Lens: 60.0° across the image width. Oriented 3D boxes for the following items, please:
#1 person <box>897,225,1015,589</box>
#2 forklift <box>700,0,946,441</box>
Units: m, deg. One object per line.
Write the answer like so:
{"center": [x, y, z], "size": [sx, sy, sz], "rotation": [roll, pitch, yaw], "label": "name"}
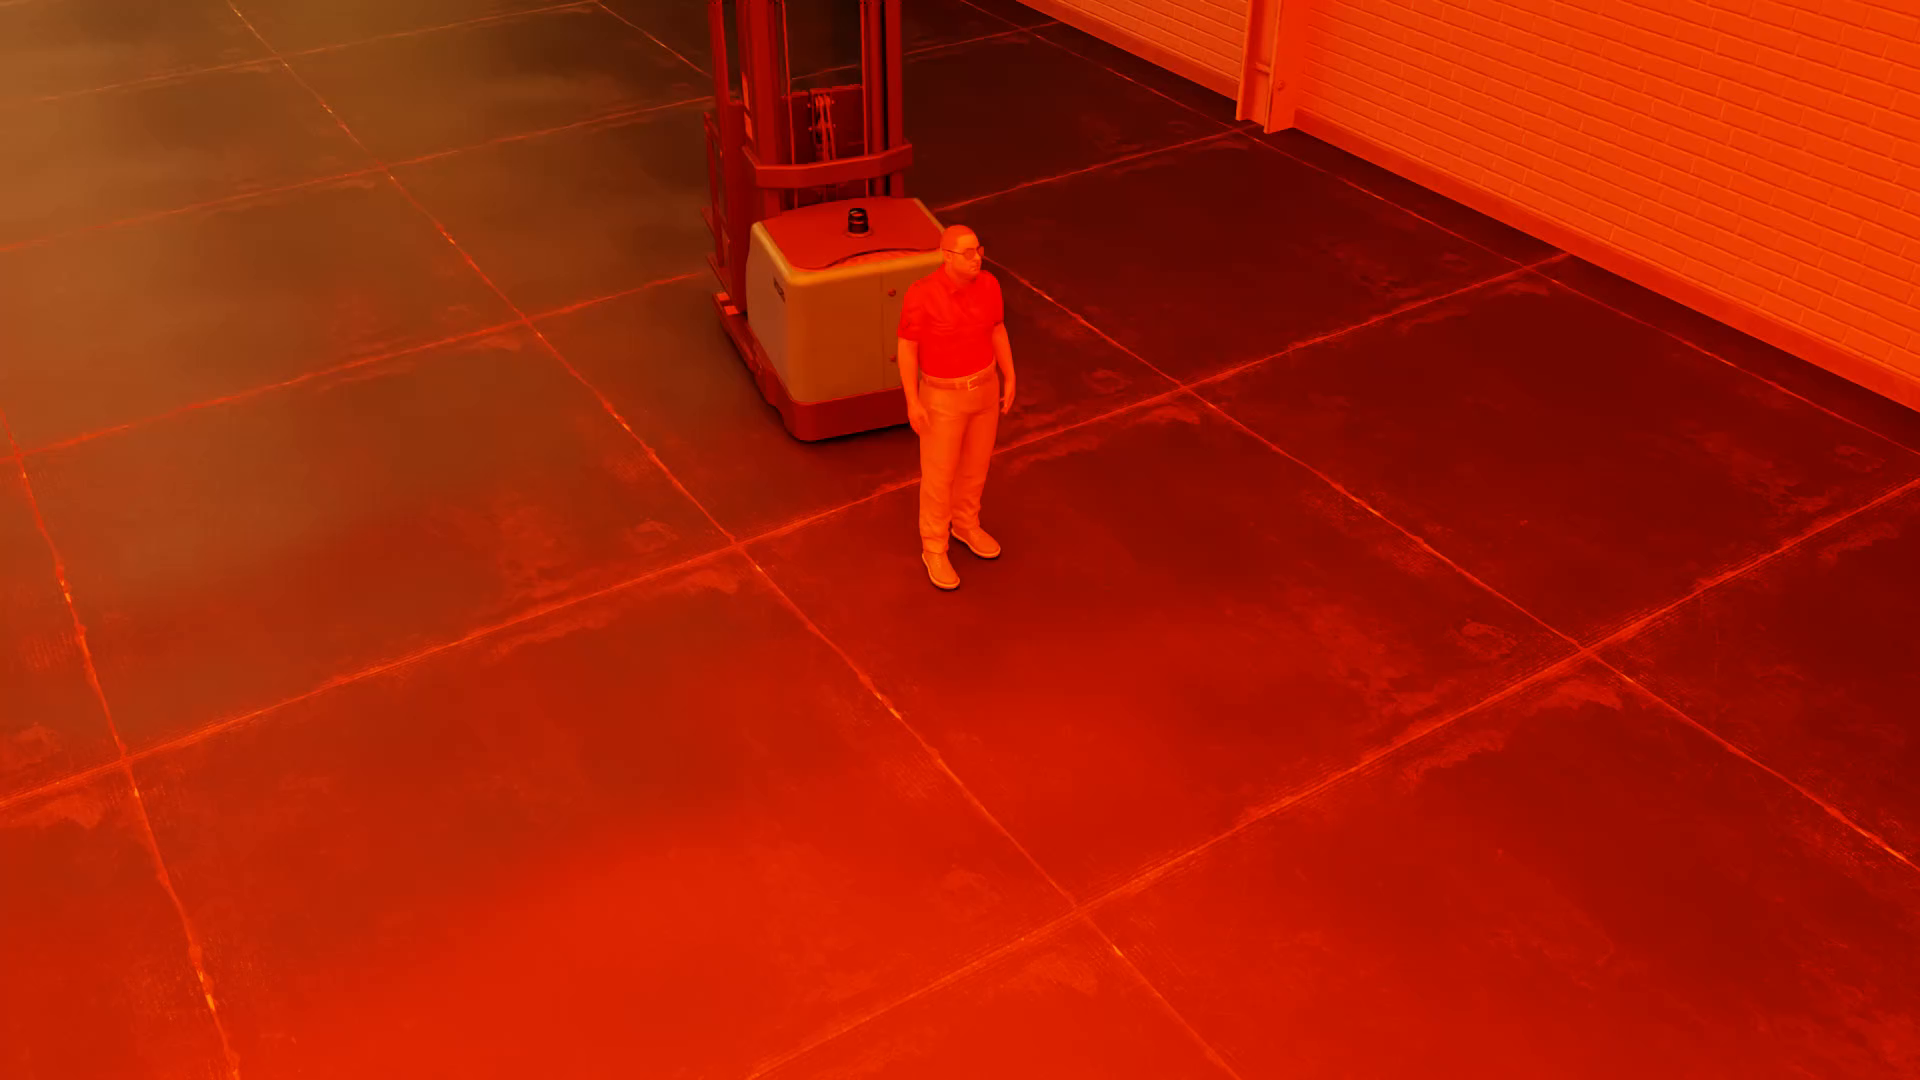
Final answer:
{"center": [0.040, -0.667, 8.129], "size": [0.641, 1.727, 0.550], "rotation": [-21, 40, -27], "label": "person"}
{"center": [-0.958, -2.600, 9.848], "size": [1.130, 2.935, 3.031], "rotation": [-12, 37, -17], "label": "forklift"}
